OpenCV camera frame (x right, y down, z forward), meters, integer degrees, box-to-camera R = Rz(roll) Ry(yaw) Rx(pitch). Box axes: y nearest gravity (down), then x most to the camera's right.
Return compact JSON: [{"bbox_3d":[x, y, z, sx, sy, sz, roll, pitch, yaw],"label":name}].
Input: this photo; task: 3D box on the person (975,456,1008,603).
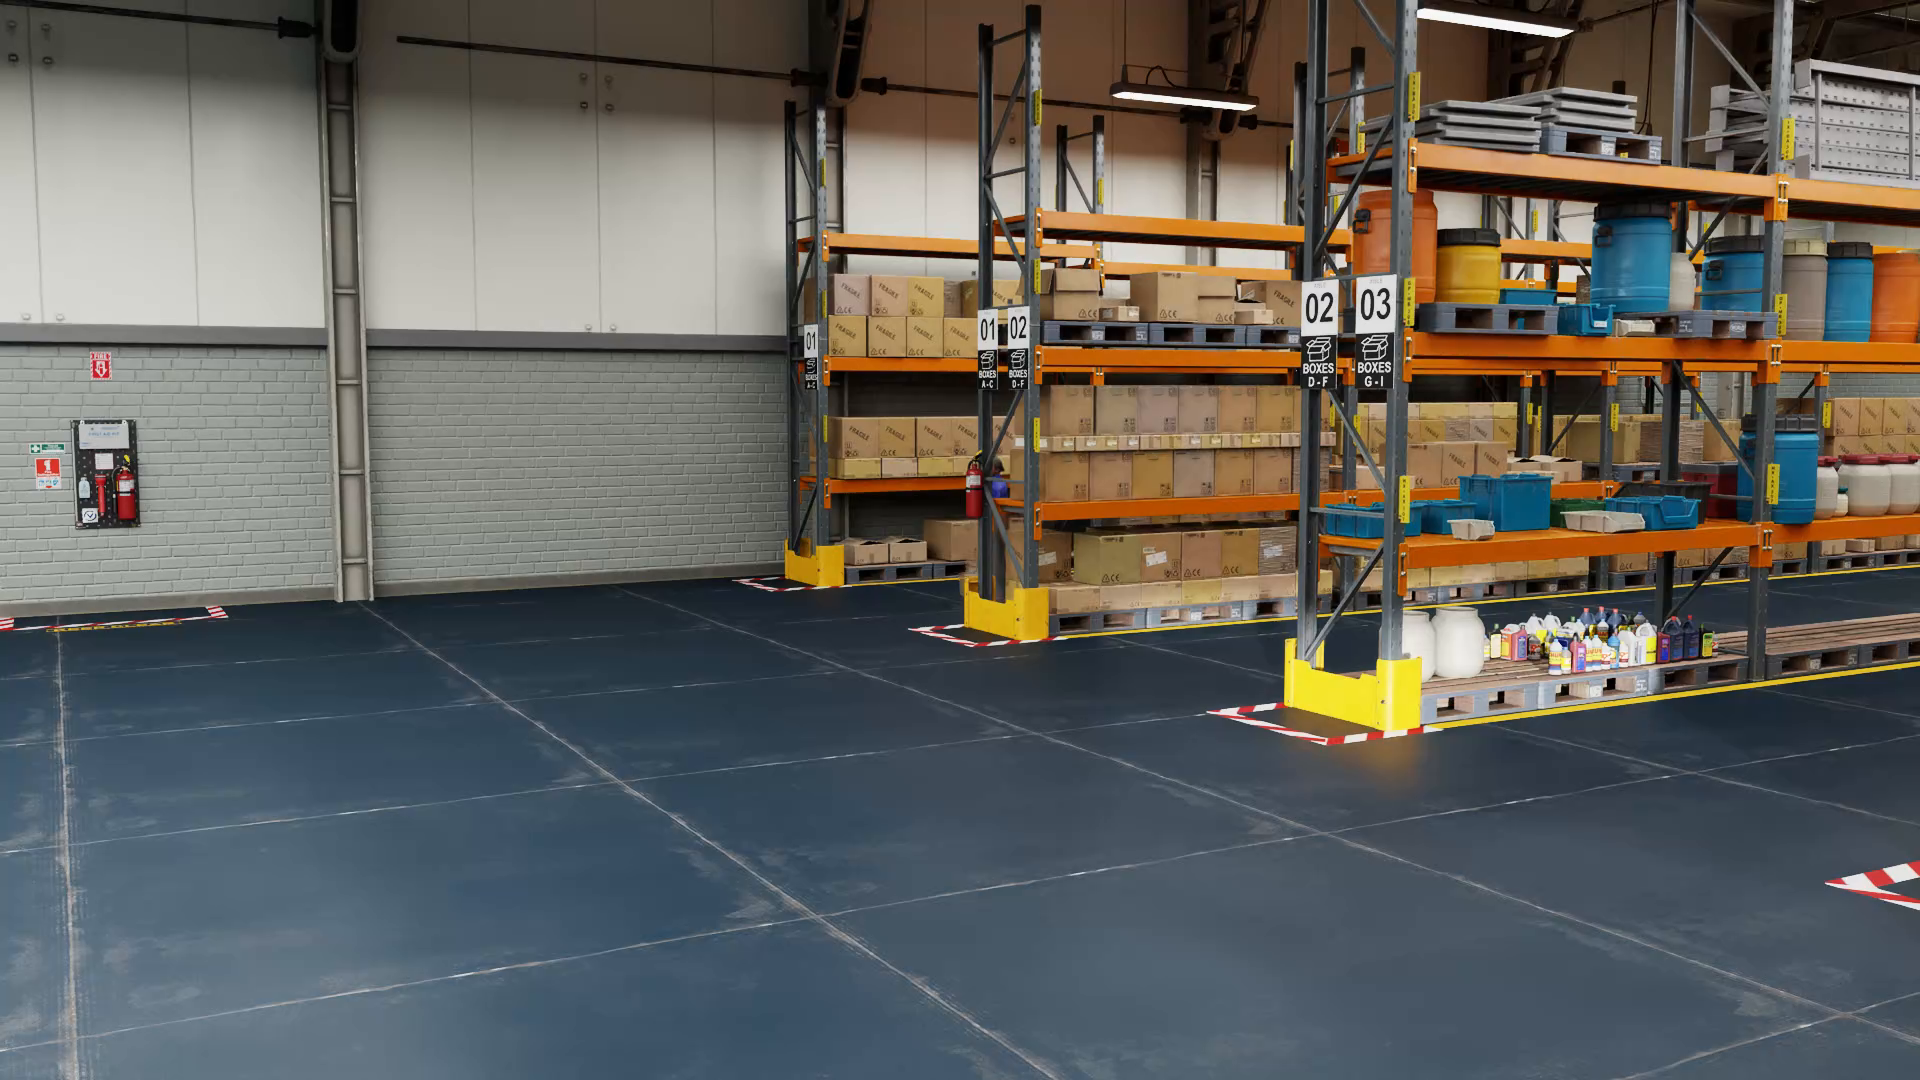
[{"bbox_3d":[0.403,-0.116,18.761,0.440,1.663,0.640,-1,5,-13],"label":"person"}]
